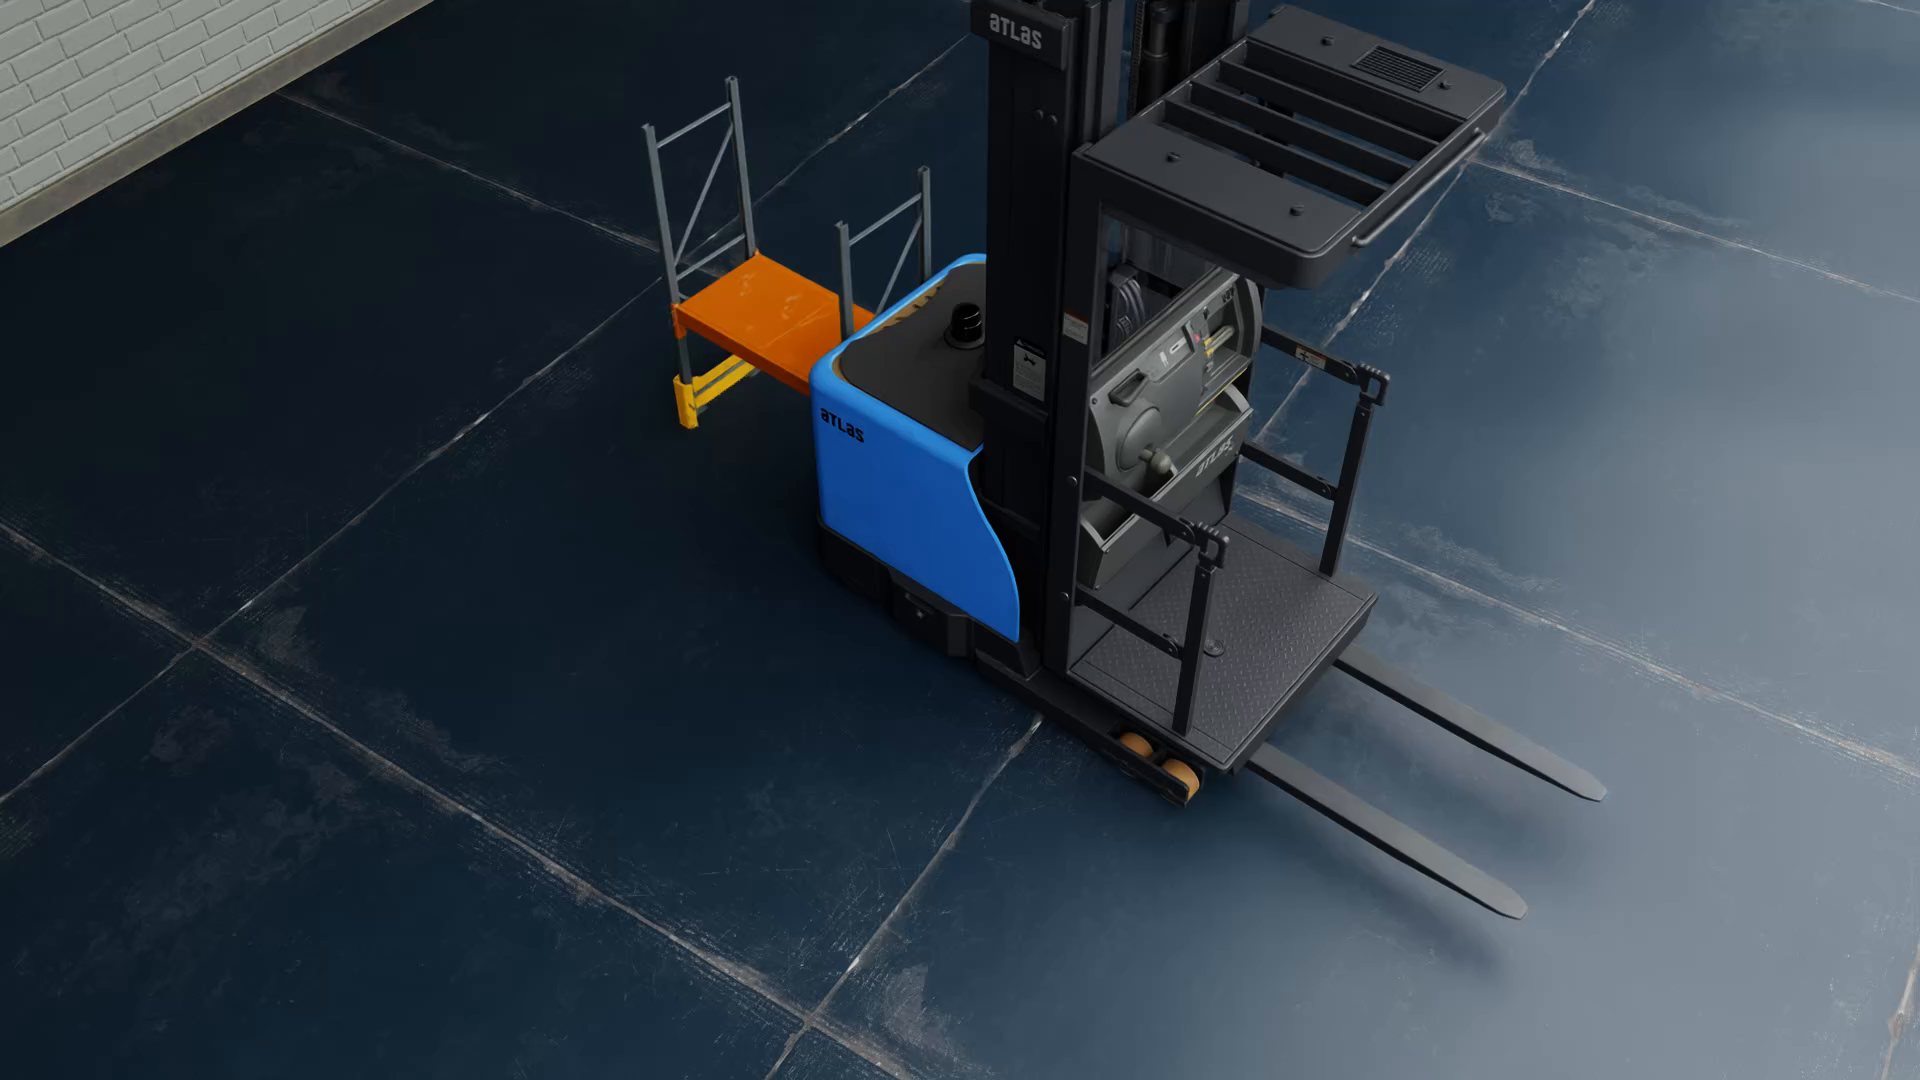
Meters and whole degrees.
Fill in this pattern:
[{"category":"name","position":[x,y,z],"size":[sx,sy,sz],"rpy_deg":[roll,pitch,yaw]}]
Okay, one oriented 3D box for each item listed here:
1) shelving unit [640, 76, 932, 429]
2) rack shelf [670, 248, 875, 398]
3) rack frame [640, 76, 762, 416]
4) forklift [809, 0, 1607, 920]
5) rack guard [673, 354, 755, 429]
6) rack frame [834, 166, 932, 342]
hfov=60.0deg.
[{"category":"shelving unit","position":[-0.668,-0.968,6.866],"size":[1.083,1.500,0.587],"rpy_deg":[31,53,26]},{"category":"rack shelf","position":[-0.675,-0.847,7.000],"size":[1.000,0.185,0.538],"rpy_deg":[31,53,26]},{"category":"rack frame","position":[-1.066,-1.204,7.096],"size":[0.032,1.500,0.500],"rpy_deg":[31,53,26]},{"category":"forklift","position":[0.884,-0.497,5.411],"size":[3.031,2.935,1.130],"rpy_deg":[31,53,26]},{"category":"rack guard","position":[-1.051,-0.760,7.536],"size":[0.087,0.250,0.587],"rpy_deg":[31,53,26]},{"category":"rack frame","position":[-0.283,-0.740,6.645],"size":[0.032,1.500,0.500],"rpy_deg":[31,53,26]}]
